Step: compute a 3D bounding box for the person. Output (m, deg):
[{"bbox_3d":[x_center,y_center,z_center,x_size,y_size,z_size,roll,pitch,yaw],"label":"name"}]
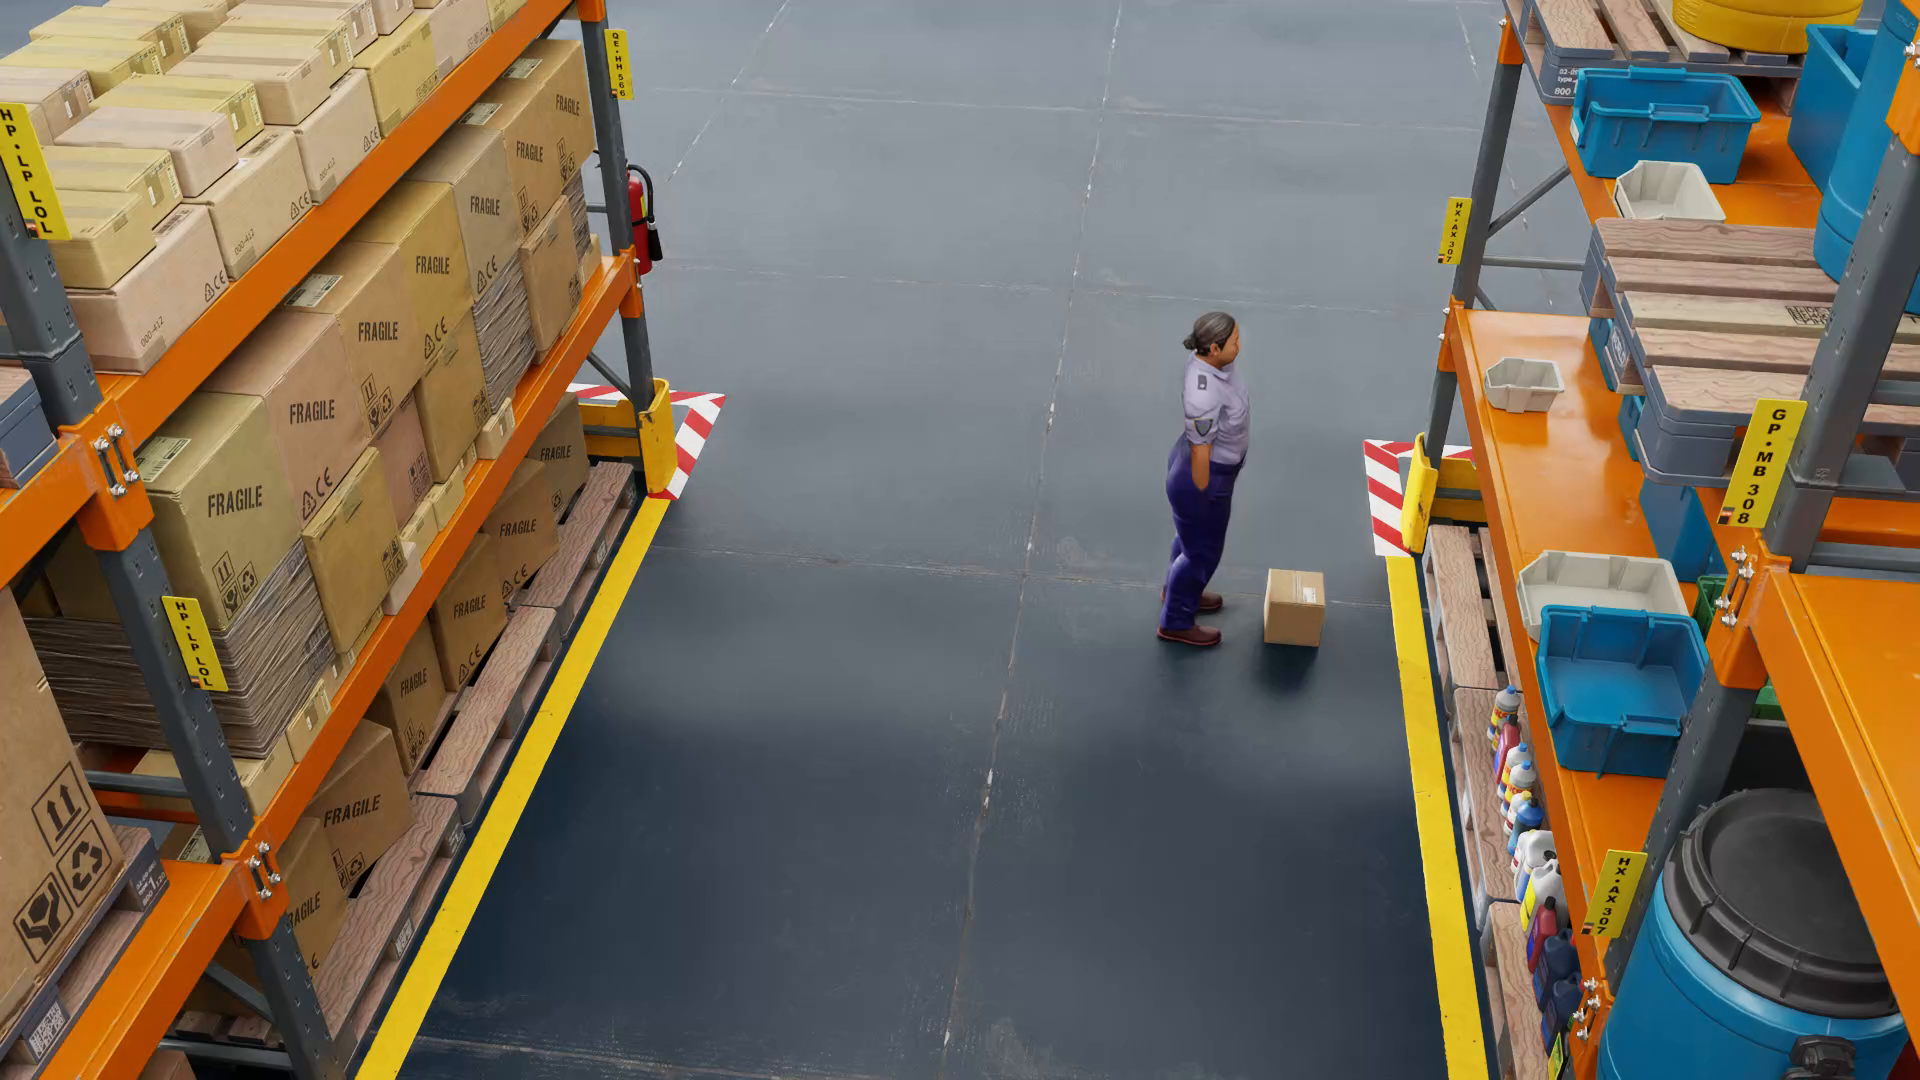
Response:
[{"bbox_3d":[1.100,-0.290,7.452,0.343,1.643,0.467,5,37,7],"label":"person"}]
